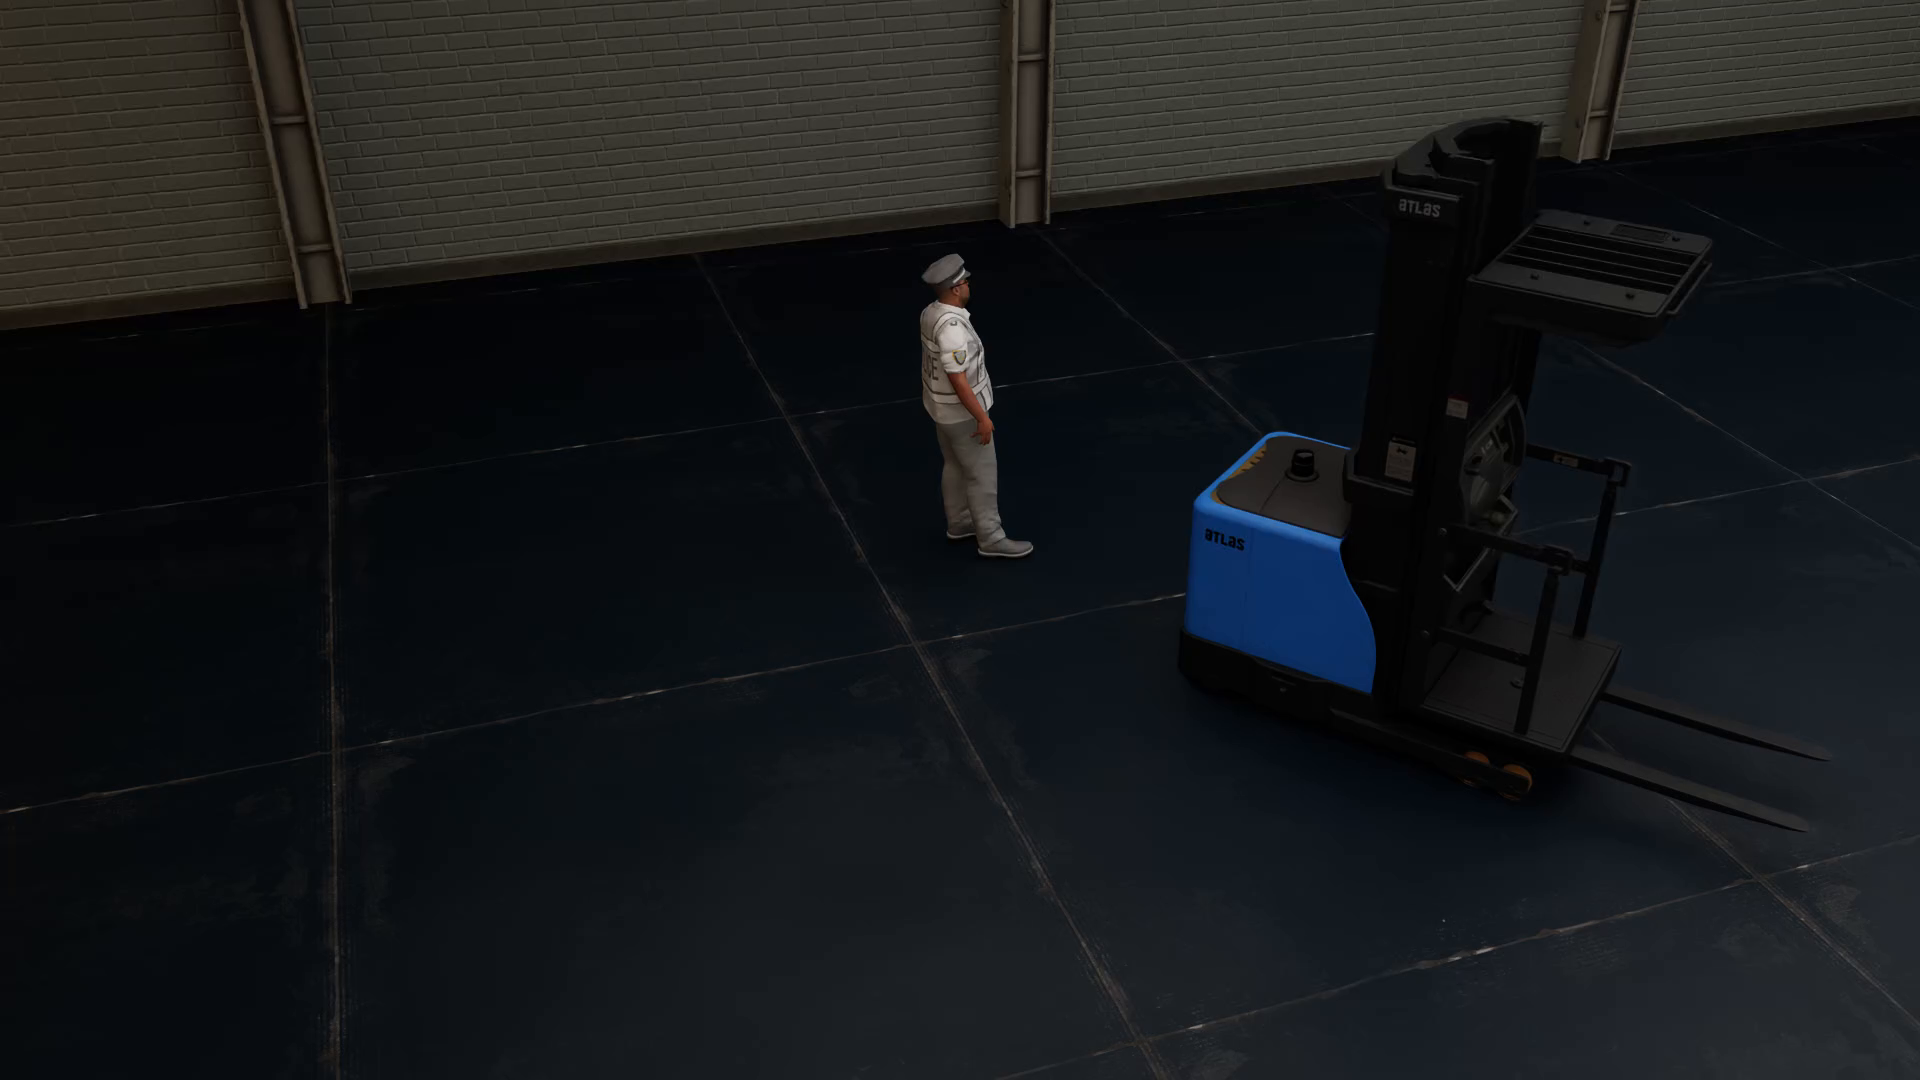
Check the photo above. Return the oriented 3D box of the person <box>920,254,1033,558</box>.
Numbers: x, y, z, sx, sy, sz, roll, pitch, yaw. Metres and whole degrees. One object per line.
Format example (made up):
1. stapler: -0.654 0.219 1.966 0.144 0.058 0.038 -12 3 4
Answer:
1. person: 0.077 -0.785 9.589 0.575 1.781 0.640 -10 31 -16

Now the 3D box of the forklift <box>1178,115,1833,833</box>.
1. forklift: 2.659 -0.340 7.678 3.031 2.935 1.130 18 34 28
